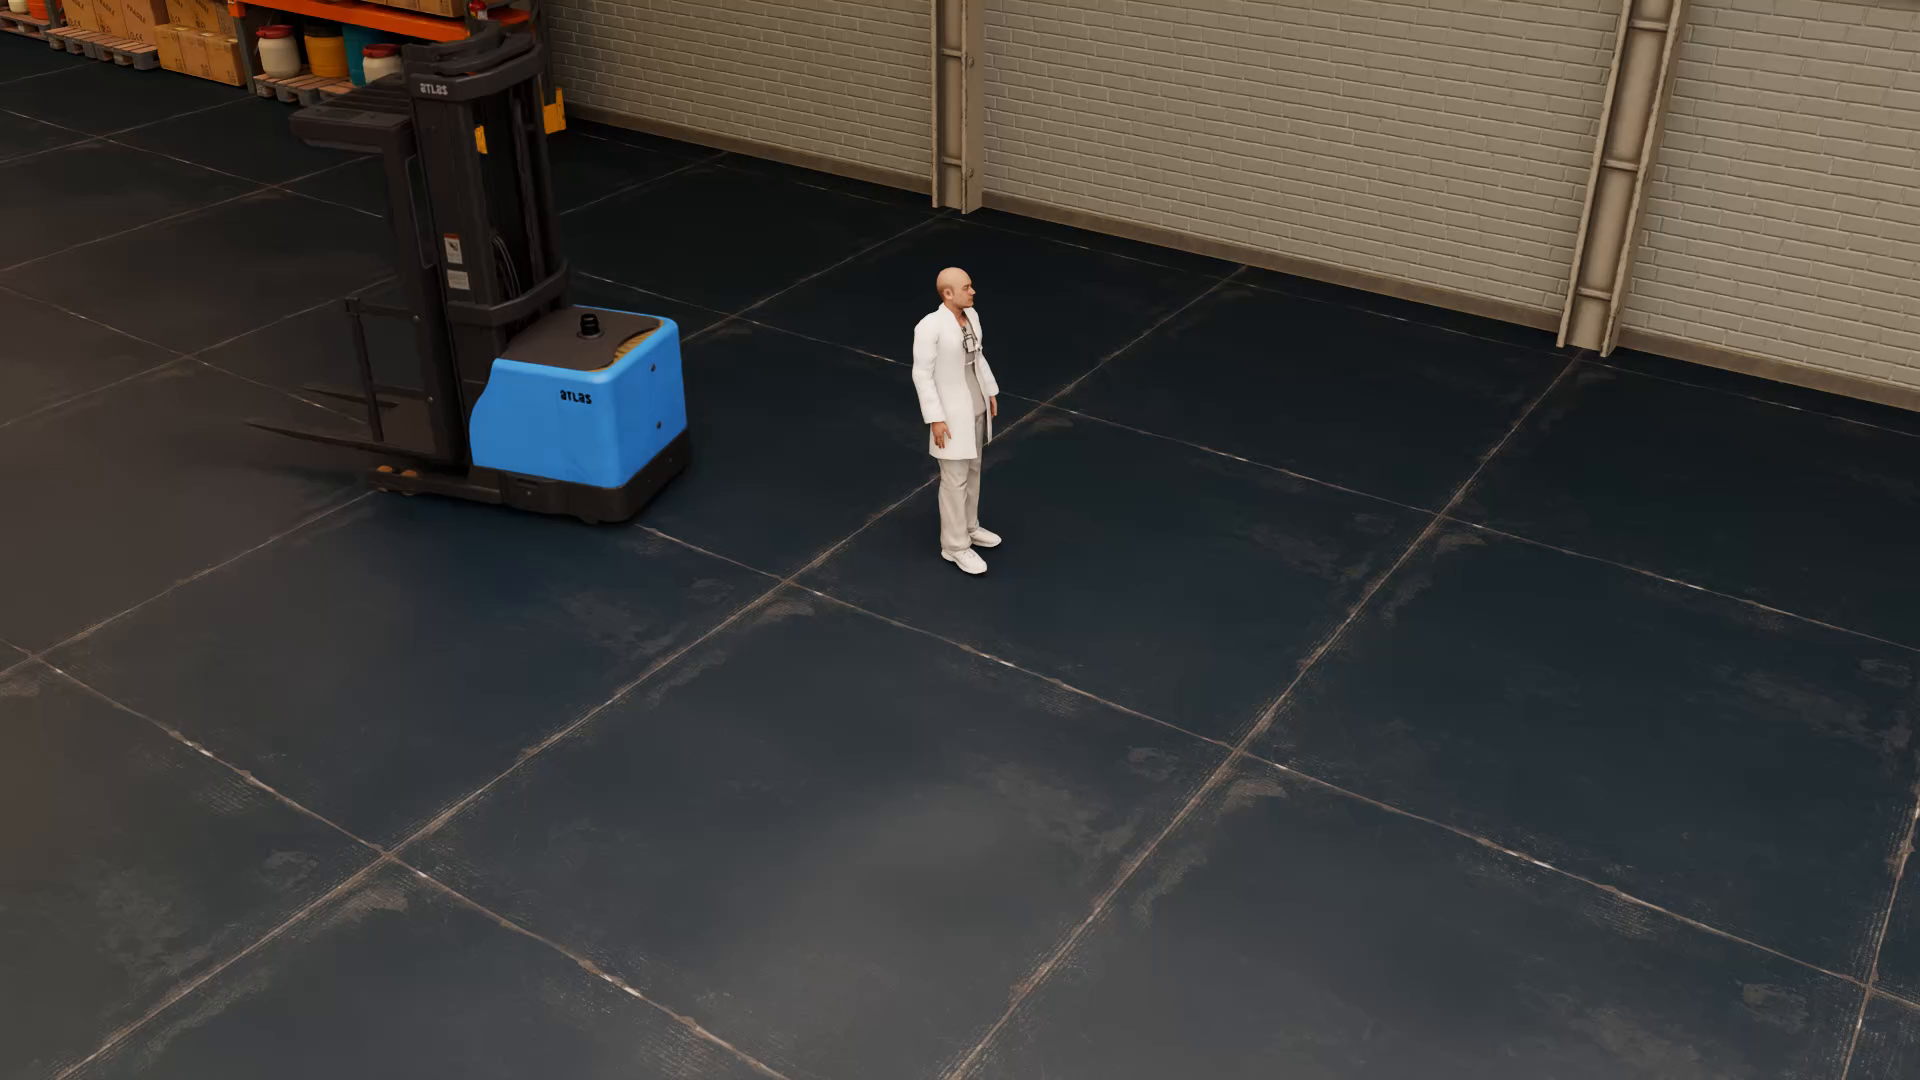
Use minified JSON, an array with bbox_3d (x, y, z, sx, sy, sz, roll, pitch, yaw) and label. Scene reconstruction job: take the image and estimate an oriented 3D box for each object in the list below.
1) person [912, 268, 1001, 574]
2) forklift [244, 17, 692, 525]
[{"bbox_3d":[0.074,-0.748,10.003,0.578,1.778,0.696,19,35,29],"label":"person"},{"bbox_3d":[-3.398,-1.800,10.681,3.031,2.935,1.130,10,32,16],"label":"forklift"}]
